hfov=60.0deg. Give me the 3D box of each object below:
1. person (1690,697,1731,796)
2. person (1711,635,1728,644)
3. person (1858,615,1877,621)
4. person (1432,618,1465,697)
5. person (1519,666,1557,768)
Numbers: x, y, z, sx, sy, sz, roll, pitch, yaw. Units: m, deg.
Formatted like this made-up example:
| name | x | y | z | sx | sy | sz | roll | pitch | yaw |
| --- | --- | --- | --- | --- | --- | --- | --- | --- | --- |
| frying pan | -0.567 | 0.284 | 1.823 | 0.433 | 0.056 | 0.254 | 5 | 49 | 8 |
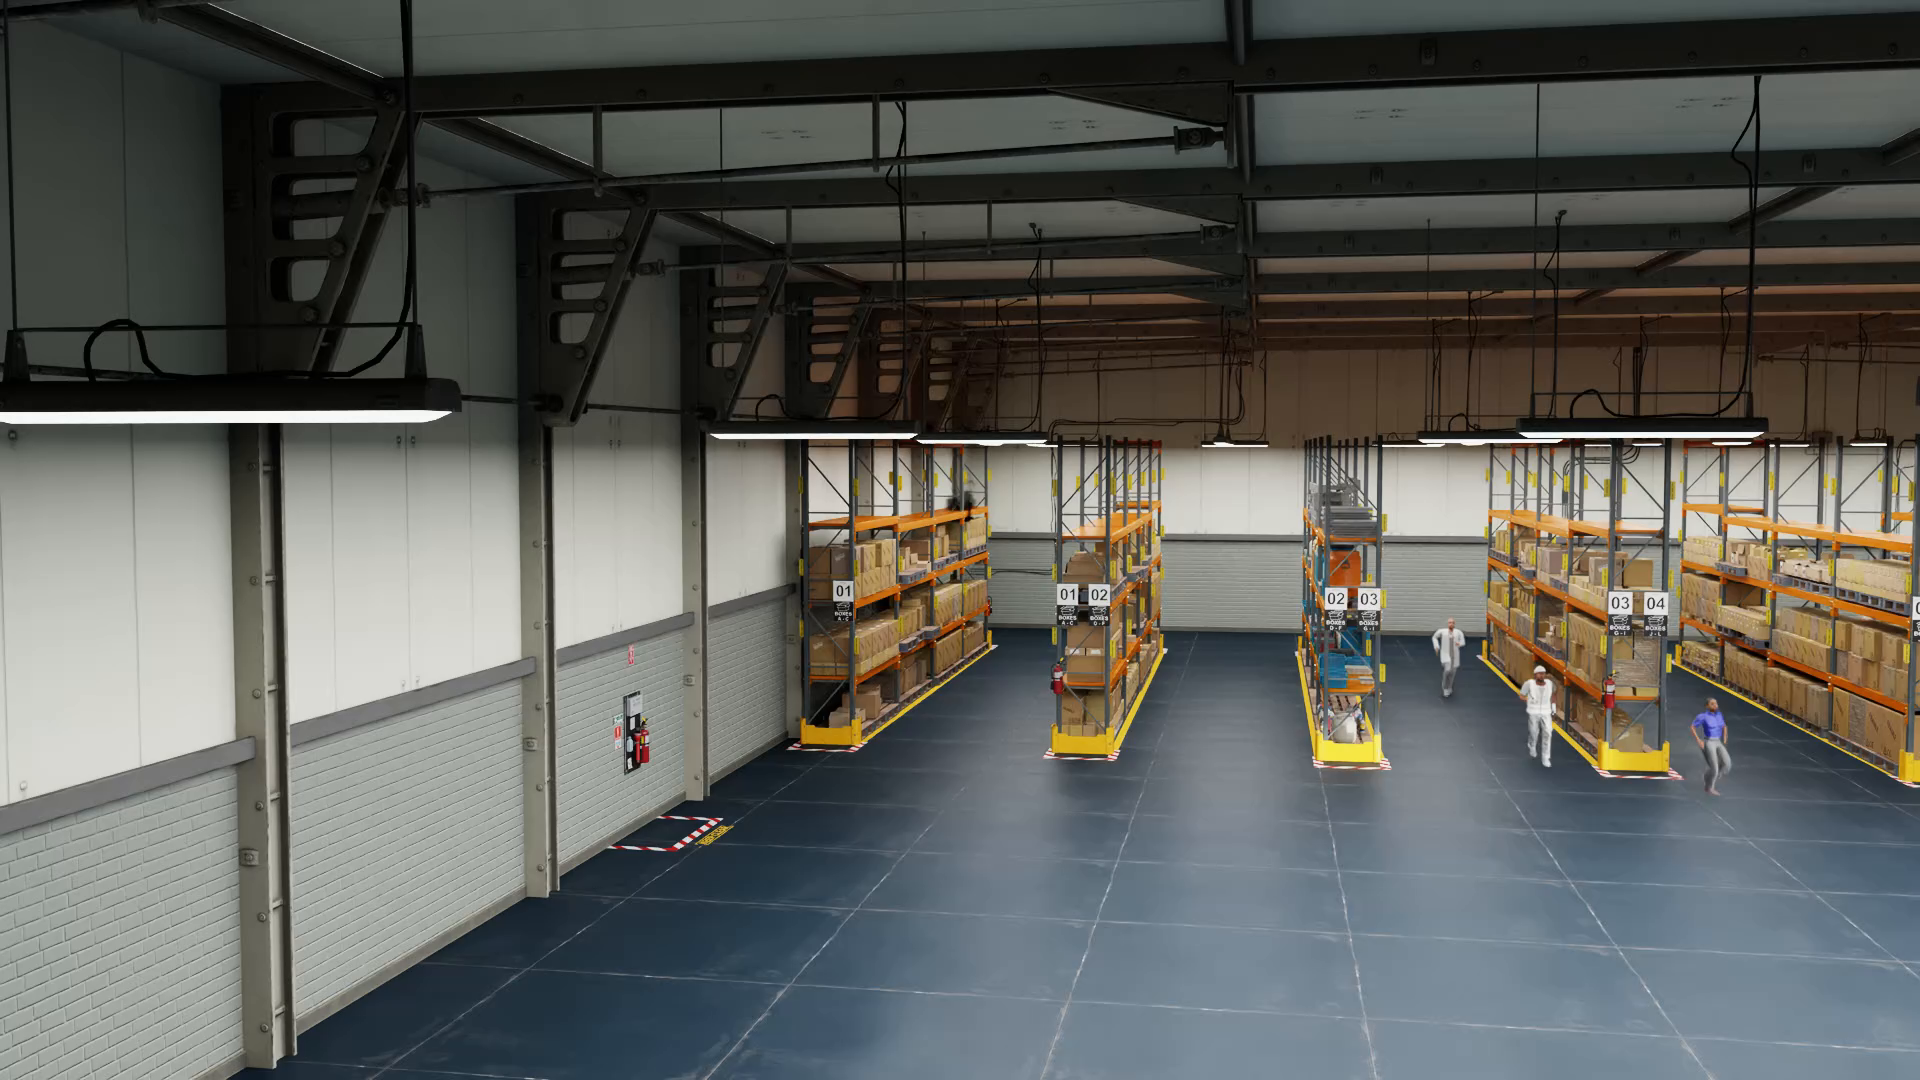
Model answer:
| name | x | y | z | sx | sy | sz | roll | pitch | yaw |
| --- | --- | --- | --- | --- | --- | --- | --- | --- | --- |
| person | 12.524 | 3.436 | 27.650 | 0.688 | 1.635 | 0.470 | -1 | 3 | -25 |
| person | 20.940 | 2.405 | 45.931 | 0.920 | 1.667 | 0.610 | -1 | 3 | -13 |
| person | 24.618 | 2.414 | 45.023 | 0.847 | 1.739 | 0.726 | 1 | 3 | 24 |
| person | 11.437 | 2.742 | 38.840 | 0.673 | 1.836 | 0.814 | 0 | 3 | 0 |
| person | 10.586 | 3.140 | 30.418 | 0.713 | 1.700 | 0.936 | 0 | 3 | 9 |
